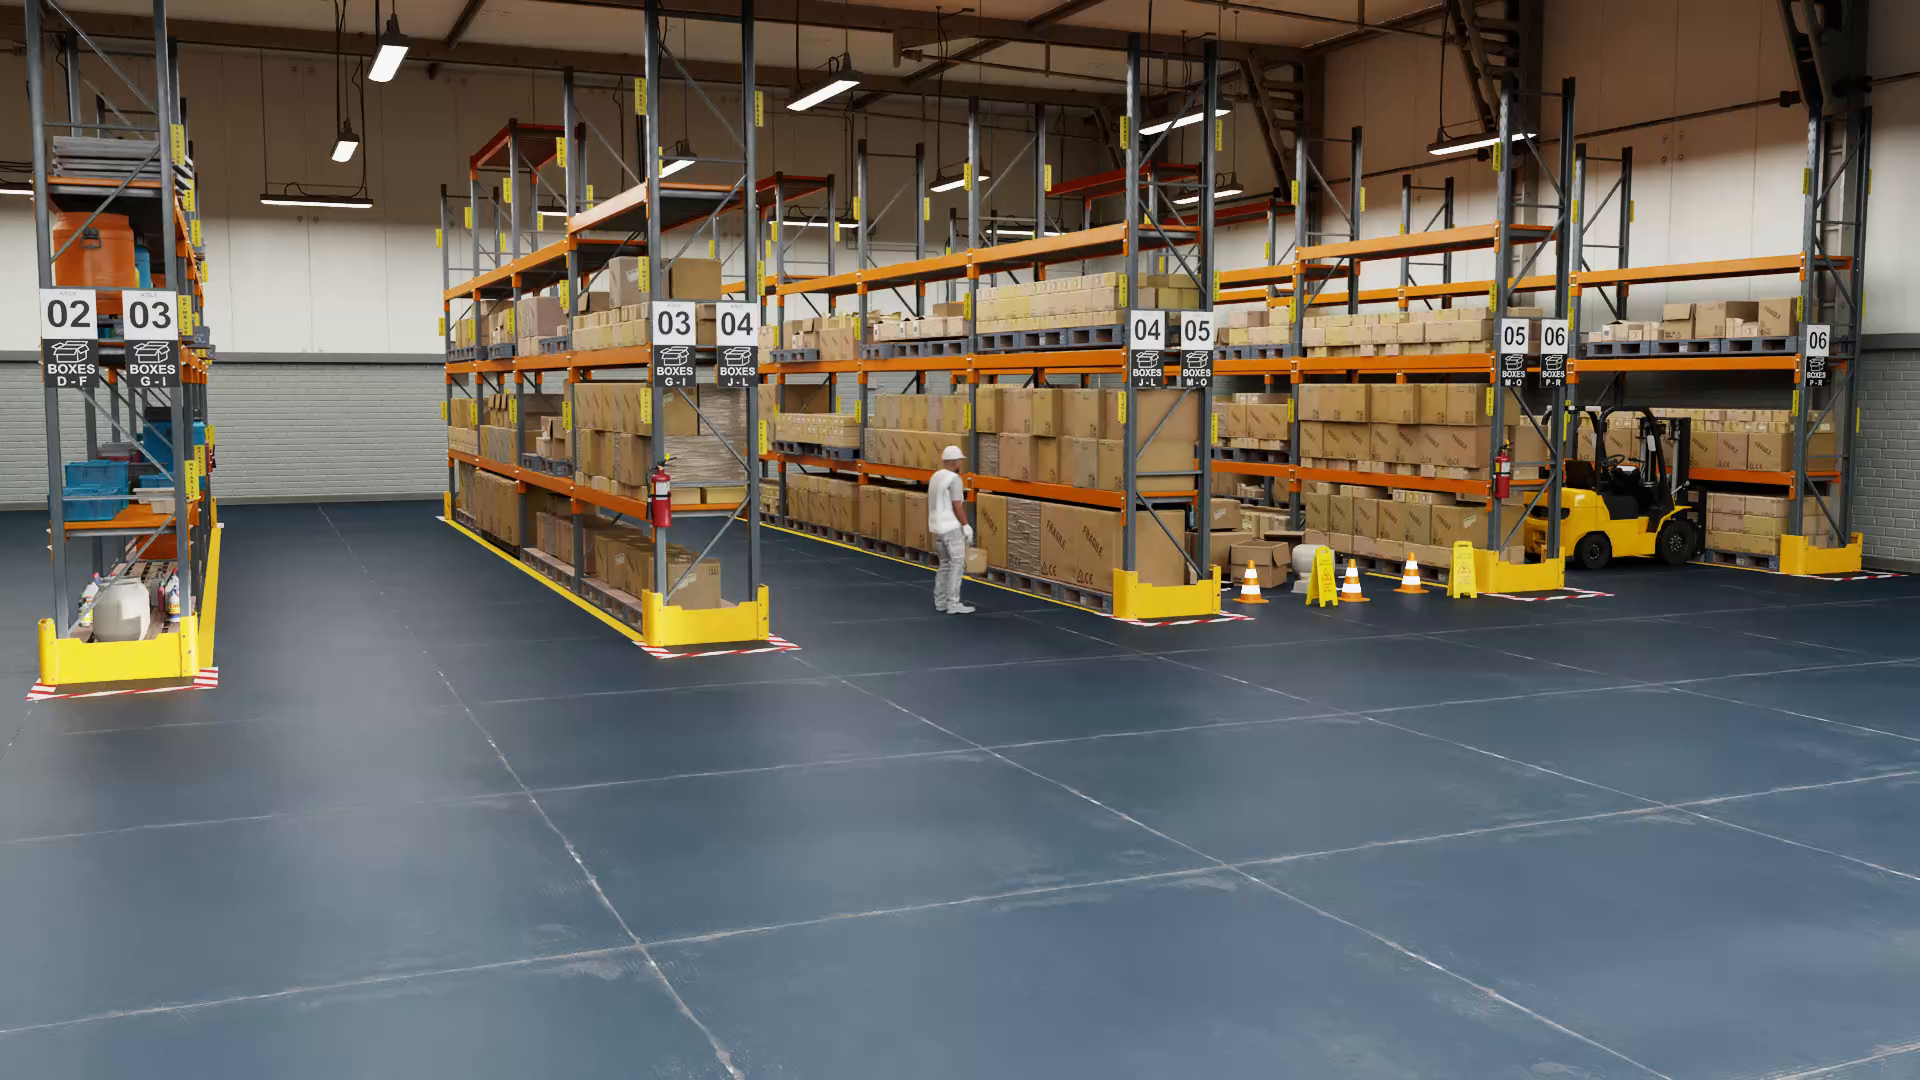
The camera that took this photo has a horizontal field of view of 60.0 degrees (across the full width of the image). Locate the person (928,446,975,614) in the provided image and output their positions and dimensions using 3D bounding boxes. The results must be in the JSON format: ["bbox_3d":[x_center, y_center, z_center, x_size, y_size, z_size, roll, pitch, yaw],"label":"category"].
[{"bbox_3d":[-0.115,-0.115,17.846,0.411,1.781,0.575,-3,6,-25],"label":"person"}]
